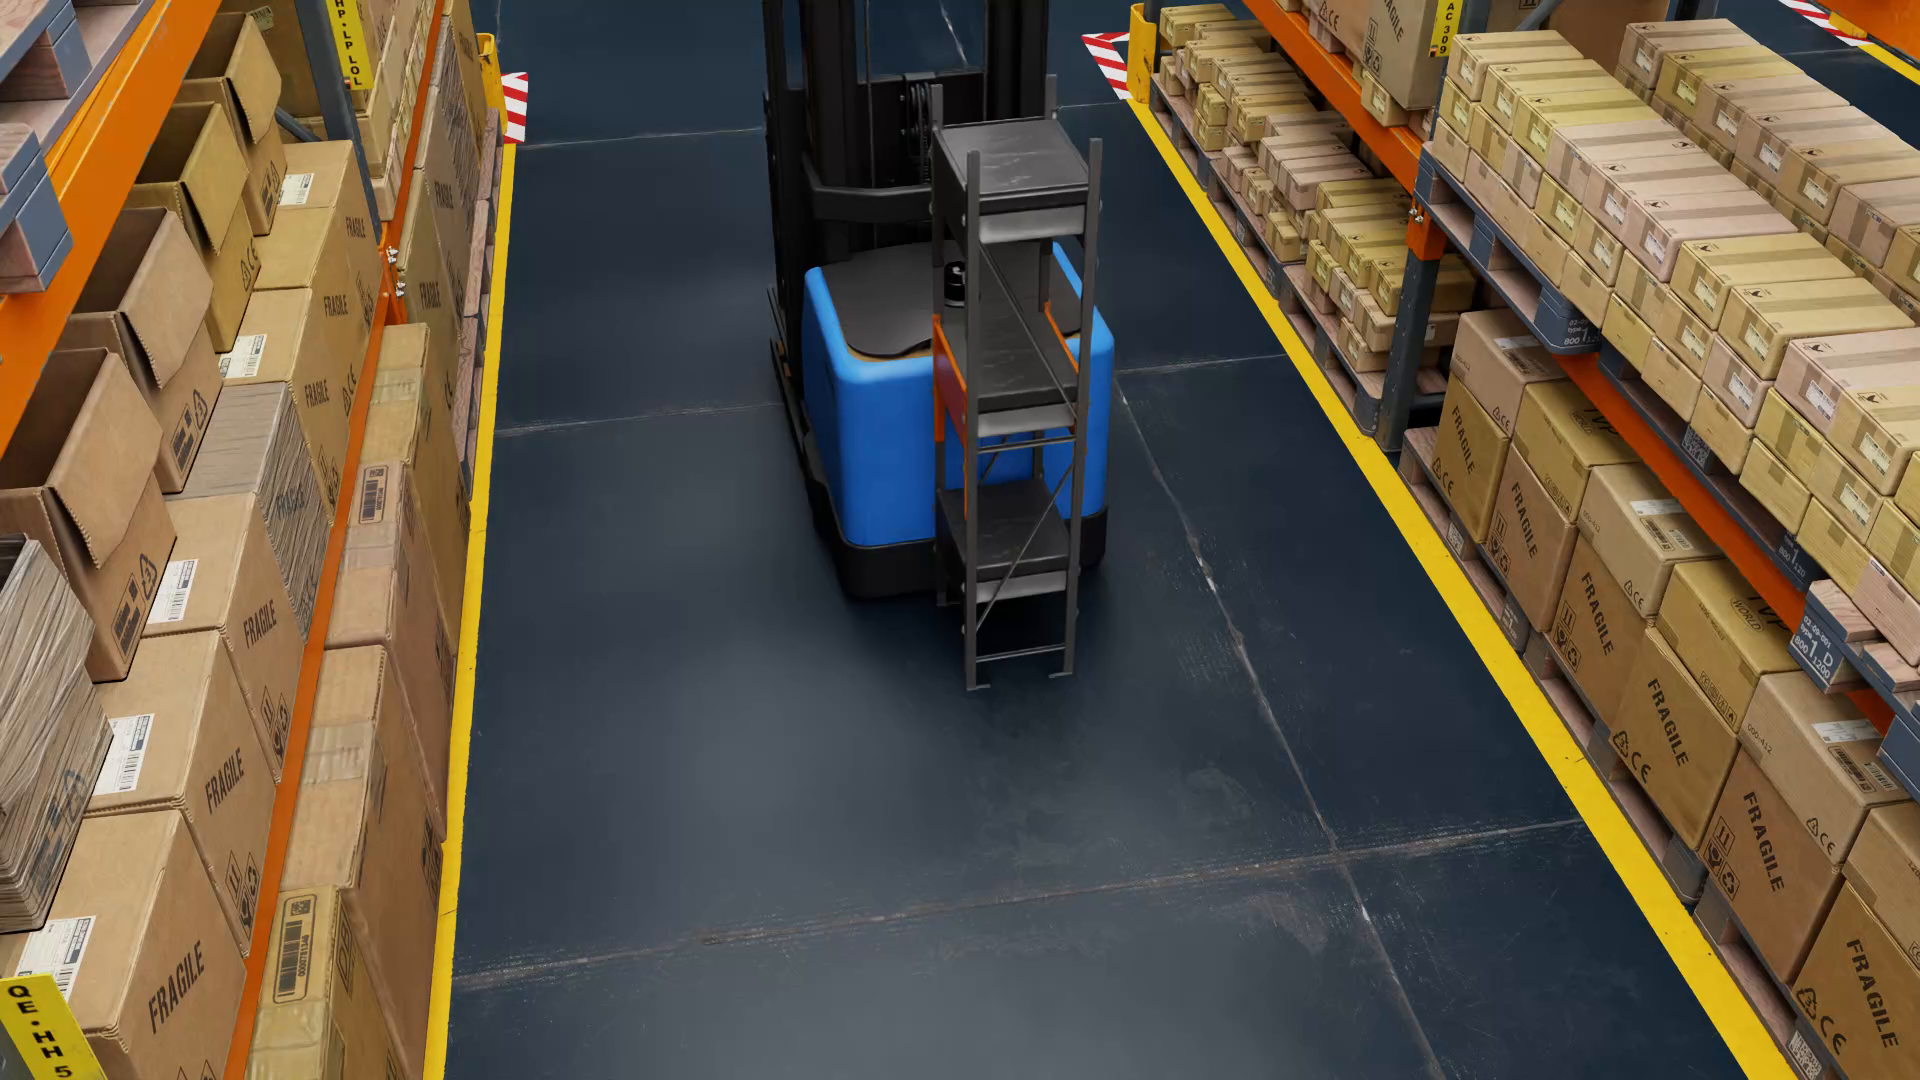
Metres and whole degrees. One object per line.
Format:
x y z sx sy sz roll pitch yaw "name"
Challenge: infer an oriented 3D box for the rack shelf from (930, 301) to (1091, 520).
0.162 -0.443 5.631 0.431 0.518 0.480 -8 39 -10 "rack shelf"

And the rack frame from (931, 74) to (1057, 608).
0.107 -0.600 5.810 0.400 2.100 0.015 -8 39 -10 "rack frame"

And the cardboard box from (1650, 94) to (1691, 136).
2.634 -1.454 5.796 0.380 0.149 0.250 -6 38 -8 "cardboard box"

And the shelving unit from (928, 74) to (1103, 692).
0.162 -0.454 5.623 0.431 2.100 0.503 -8 39 -10 "shelving unit"

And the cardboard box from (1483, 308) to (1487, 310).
2.575 -0.942 7.499 0.380 0.149 0.250 -8 39 -10 "cardboard box"

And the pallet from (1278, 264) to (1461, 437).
2.170 -0.948 7.799 1.003 0.211 1.213 -6 38 -8 "pallet"

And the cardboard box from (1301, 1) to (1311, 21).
1.812 -2.486 7.710 0.380 0.149 0.250 -7 38 -9 "cardboard box"

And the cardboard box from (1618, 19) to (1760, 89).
2.585 -1.728 5.907 0.380 0.149 0.250 -5 38 -6 "cardboard box"

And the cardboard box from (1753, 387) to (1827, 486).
2.307 -0.287 4.294 0.380 0.149 0.250 -6 38 -8 "cardboard box"

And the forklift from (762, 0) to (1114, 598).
-0.258 -1.818 6.753 1.129 2.867 3.031 -8 39 -10 "forklift"

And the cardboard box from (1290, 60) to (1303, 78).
2.088 -2.619 9.416 0.380 0.149 0.250 -8 39 -10 "cardboard box"

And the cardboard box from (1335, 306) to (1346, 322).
1.955 -1.054 7.643 0.380 0.149 0.250 -5 38 -7 "cardboard box"

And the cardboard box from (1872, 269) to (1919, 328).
2.859 -0.670 4.787 0.380 0.149 0.250 -5 38 -6 "cardboard box"

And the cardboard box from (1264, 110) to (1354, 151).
1.767 -2.051 8.442 0.380 0.149 0.250 -6 38 -8 "cardboard box"

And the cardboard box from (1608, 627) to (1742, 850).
2.455 0.589 5.243 0.500 0.500 0.500 -8 39 -10 "cardboard box"

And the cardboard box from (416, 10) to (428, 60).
-2.577 -2.232 7.383 0.380 0.149 0.250 -7 38 -9 "cardboard box"

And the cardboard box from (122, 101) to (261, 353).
-2.349 -0.810 4.449 0.797 0.503 0.637 -6 38 -7 "cardboard box"

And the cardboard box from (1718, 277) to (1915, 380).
2.262 -0.561 4.405 0.380 0.149 0.250 -4 38 -6 "cardboard box"

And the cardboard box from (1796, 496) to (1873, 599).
2.358 -0.003 4.172 0.380 0.149 0.250 -7 38 -9 "cardboard box"

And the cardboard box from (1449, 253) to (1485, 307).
2.442 -1.202 7.591 0.380 0.149 0.250 -6 38 -8 "cardboard box"

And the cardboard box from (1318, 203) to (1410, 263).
1.870 -1.409 7.615 0.380 0.149 0.250 -7 38 -8 "cardboard box"

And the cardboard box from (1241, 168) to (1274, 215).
1.683 -1.820 8.629 0.380 0.149 0.250 -6 38 -8 "cardboard box"

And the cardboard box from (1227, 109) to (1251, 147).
1.661 -2.251 8.941 0.380 0.149 0.250 -8 39 -10 "cardboard box"

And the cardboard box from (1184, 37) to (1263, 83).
1.464 -2.666 9.233 0.380 0.149 0.250 -6 38 -8 "cardboard box"

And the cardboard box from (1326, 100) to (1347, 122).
2.144 -2.255 8.704 0.380 0.149 0.250 -7 38 -9 "cardboard box"

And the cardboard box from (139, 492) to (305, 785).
-1.880 0.258 3.891 0.500 0.500 0.500 -7 38 -9 "cardboard box"

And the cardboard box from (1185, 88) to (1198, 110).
1.525 -2.604 9.638 0.380 0.149 0.250 -6 38 -8 "cardboard box"

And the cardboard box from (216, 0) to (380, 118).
-2.410 -1.846 5.950 0.500 0.500 0.500 -6 38 -8 "cardboard box"

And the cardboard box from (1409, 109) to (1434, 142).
2.042 -1.696 6.693 0.380 0.149 0.250 -7 38 -8 "cardboard box"

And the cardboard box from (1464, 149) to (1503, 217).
1.993 -1.260 5.789 0.380 0.149 0.250 -6 38 -7 "cardboard box"

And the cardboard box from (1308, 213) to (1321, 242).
1.883 -1.445 7.904 0.380 0.149 0.250 -6 38 -8 "cardboard box"

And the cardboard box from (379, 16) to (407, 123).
-2.485 -1.846 6.561 0.500 0.250 0.500 -6 38 -8 "cardboard box"

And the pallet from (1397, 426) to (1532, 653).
2.461 -0.076 6.676 1.003 0.211 1.213 -6 38 -8 "pallet"

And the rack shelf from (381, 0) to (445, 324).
-2.929 -2.099 7.593 1.077 0.370 4.000 -6 38 -8 "rack shelf"

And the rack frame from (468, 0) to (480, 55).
-3.279 -3.591 8.928 1.000 3.000 0.127 -6 38 -8 "rack frame"

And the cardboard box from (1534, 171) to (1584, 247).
2.078 -1.075 5.309 0.380 0.149 0.250 -8 39 -10 "cardboard box"

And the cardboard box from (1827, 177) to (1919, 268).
2.813 -0.940 4.893 0.380 0.149 0.250 -8 39 -10 "cardboard box"

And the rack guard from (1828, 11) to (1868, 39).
6.473 -3.685 11.085 1.175 0.500 0.348 -6 38 -8 "rack guard"

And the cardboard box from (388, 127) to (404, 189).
-2.349 -1.449 6.375 0.380 0.149 0.250 -7 38 -9 "cardboard box"

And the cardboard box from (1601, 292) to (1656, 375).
2.173 -0.639 4.990 0.380 0.149 0.250 -7 38 -9 "cardboard box"

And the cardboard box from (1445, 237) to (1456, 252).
2.384 -1.473 7.698 0.380 0.149 0.250 -7 38 -9 "cardboard box"

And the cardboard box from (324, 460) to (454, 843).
-2.289 0.422 5.151 1.225 0.875 0.875 -7 38 -10 "cardboard box"

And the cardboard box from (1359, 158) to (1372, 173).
2.294 -1.988 8.603 0.380 0.149 0.250 -6 38 -7 "cardboard box"

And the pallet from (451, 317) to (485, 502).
-2.634 -0.542 7.275 1.003 0.211 1.213 -6 38 -8 "pallet"

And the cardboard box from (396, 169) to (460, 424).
-2.615 -0.909 6.865 0.875 0.875 0.875 -6 38 -8 "cardboard box"

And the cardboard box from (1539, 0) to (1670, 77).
2.484 -2.131 6.724 0.500 0.500 0.500 -7 38 -9 "cardboard box"

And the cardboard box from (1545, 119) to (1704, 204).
2.078 -1.188 5.212 0.380 0.149 0.250 -7 38 -9 "cardboard box"

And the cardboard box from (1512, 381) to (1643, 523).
2.288 -0.326 5.809 0.500 0.250 0.500 -5 38 -7 "cardboard box"
